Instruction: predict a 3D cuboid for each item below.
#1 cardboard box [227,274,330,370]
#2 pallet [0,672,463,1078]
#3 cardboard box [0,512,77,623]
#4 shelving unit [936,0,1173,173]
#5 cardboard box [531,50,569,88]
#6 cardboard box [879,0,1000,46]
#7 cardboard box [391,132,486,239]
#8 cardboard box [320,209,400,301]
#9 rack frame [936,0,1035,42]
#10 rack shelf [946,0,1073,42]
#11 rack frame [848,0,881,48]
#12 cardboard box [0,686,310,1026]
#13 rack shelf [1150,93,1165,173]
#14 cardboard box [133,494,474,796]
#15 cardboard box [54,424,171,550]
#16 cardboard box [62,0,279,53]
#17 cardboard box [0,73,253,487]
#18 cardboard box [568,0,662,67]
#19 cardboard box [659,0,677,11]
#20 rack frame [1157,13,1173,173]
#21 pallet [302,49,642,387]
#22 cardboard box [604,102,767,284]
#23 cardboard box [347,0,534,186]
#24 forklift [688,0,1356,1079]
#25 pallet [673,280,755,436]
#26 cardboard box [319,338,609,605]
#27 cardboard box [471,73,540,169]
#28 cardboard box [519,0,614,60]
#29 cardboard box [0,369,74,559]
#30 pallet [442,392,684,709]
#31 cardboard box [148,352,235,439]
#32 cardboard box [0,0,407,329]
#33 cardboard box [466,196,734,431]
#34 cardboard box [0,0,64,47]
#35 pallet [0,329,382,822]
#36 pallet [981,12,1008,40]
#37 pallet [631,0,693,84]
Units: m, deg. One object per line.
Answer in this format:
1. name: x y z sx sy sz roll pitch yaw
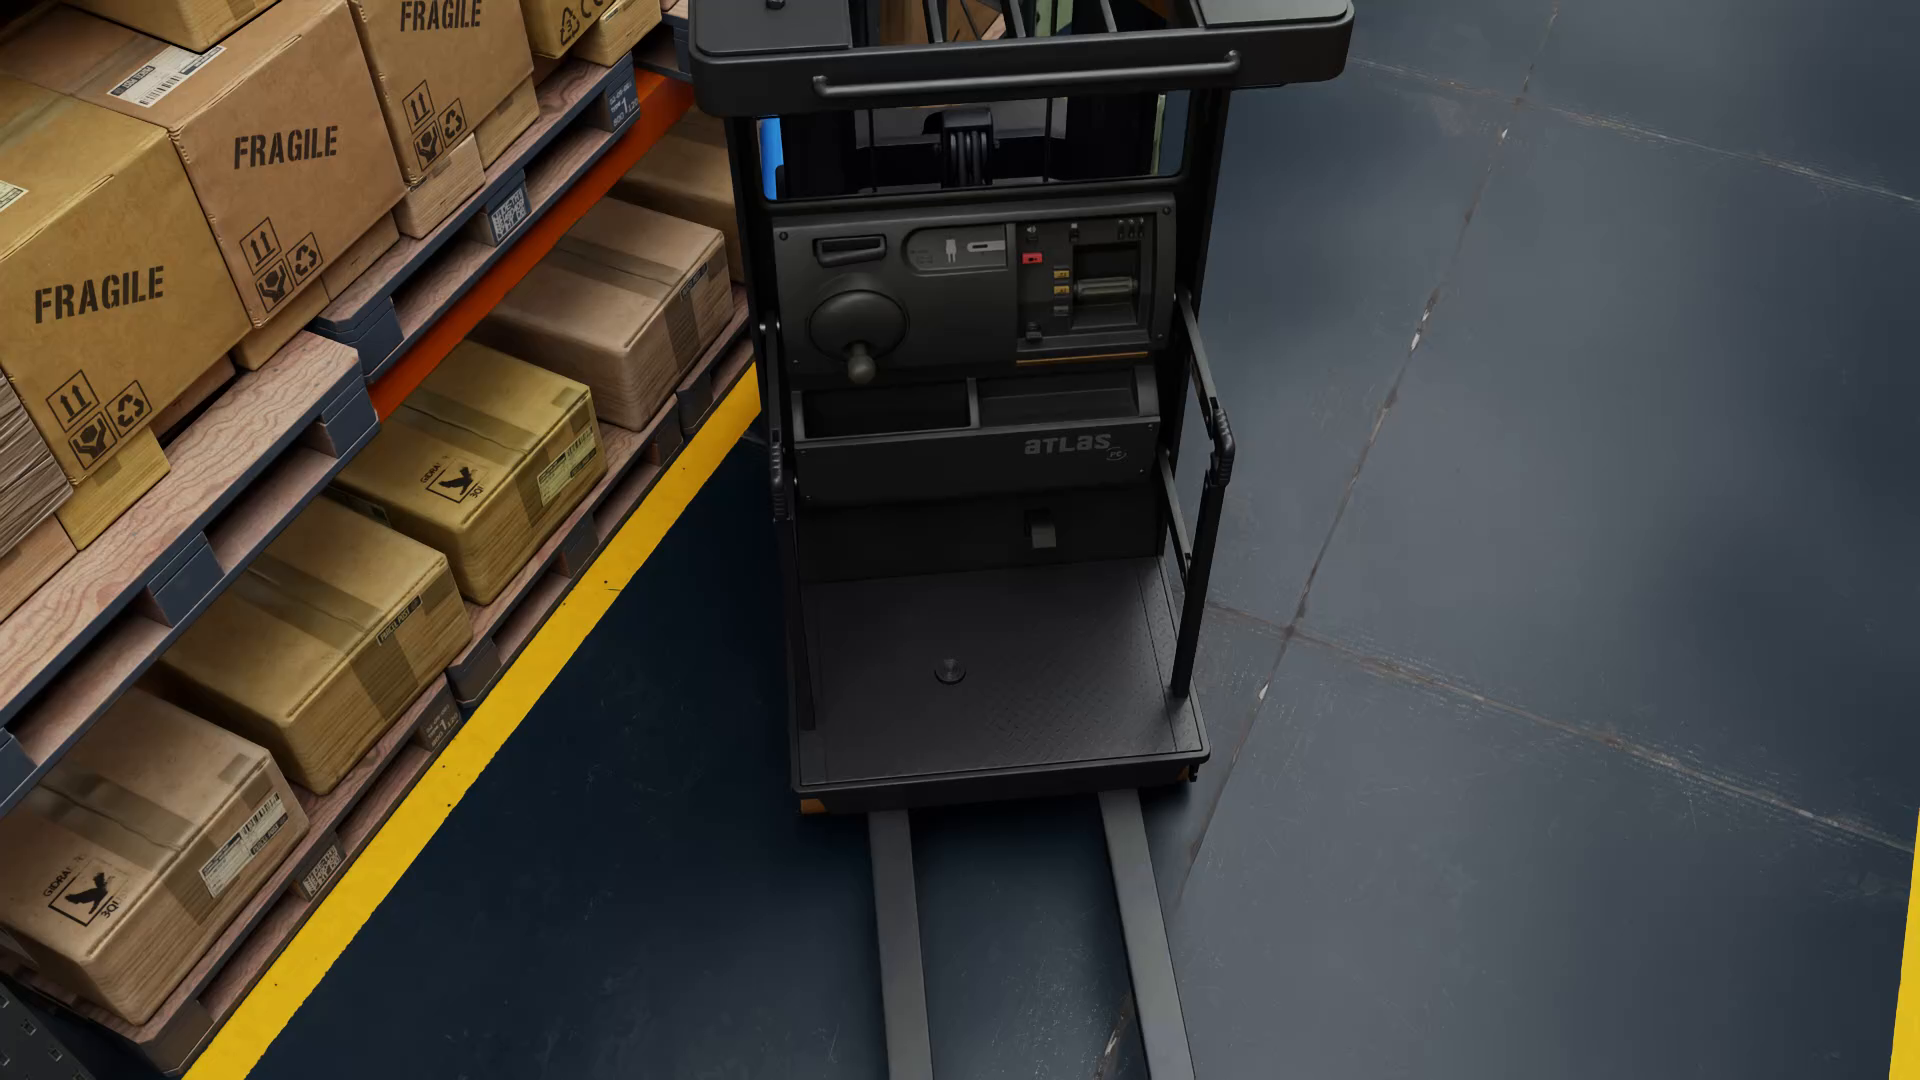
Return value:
1. cardboard box: -1.628 -0.555 3.642 0.380 0.149 0.250 21 53 17
2. pallet: -2.132 0.697 4.518 1.003 0.211 1.213 20 52 16
3. cardboard box: -1.942 -0.002 3.172 0.380 0.149 0.250 21 53 17
4. shelving unit: 0.317 -1.541 5.577 0.431 1.500 0.755 35 58 26
5. cardboard box: -1.239 -1.284 4.262 0.380 0.149 0.250 20 53 16
6. cardboard box: -0.385 -2.320 6.374 0.875 0.875 0.875 19 52 16
7. cardboard box: -1.360 -0.891 3.928 0.380 0.149 0.250 22 53 17
8. cardboard box: -1.520 -0.725 3.786 0.380 0.149 0.250 20 53 16
9. rack frame: 0.070 -1.336 5.402 0.400 1.500 0.023 35 58 26
10. rack shelf: 0.317 -1.794 5.279 0.431 0.370 0.720 35 58 26
11. rack frame: -0.755 -2.424 5.343 1.000 3.000 0.127 20 52 16
12. cardboard box: -2.242 0.684 4.148 0.950 0.372 0.625 20 53 17
13. rack shelf: 0.317 -1.330 5.825 0.431 0.370 0.720 35 58 26
14. cardboard box: -1.938 0.187 4.571 0.950 0.372 0.625 23 53 18
15. cardboard box: -1.827 -0.171 3.316 0.380 0.149 0.250 21 53 17
16. cardboard box: -1.572 -1.135 3.284 0.380 0.149 0.250 23 53 18
17. cardboard box: -1.791 -0.509 3.177 0.500 0.500 0.500 20 52 16
18. cardboard box: -1.018 -1.416 4.374 0.380 0.149 0.250 21 53 17
19. cardboard box: -0.913 -1.610 4.539 0.380 0.149 0.250 18 52 14
20. rack frame: 0.565 -1.746 5.751 0.400 1.500 0.023 35 58 26
21. pallet: -1.563 -0.986 4.245 1.003 0.211 1.213 20 52 16
22. cardboard box: -1.005 -1.323 5.856 0.950 0.372 0.625 17 52 14
23. cardboard box: -1.357 -1.203 3.767 0.500 0.500 0.500 18 52 15
24. forklift: 0.064 -0.478 3.732 1.130 2.935 3.031 -5 50 -4
25. pallet: -1.090 -0.983 5.948 1.003 0.211 1.213 20 52 16
26. cardboard box: -1.642 -0.292 4.979 0.950 0.372 0.625 21 53 17
27. cardboard box: -1.272 -1.084 4.092 0.380 0.149 0.250 18 52 15
28. cardboard box: -1.123 -1.578 4.087 0.500 0.500 0.500 17 52 14
29. cardboard box: -2.004 -0.164 2.884 0.500 0.500 0.500 21 53 17
30. pallet: -1.612 -0.146 5.236 1.003 0.211 1.213 20 52 16
31. cardboard box: -1.775 -0.392 3.503 0.380 0.149 0.250 23 53 18
32. cardboard box: -1.567 -0.845 3.463 0.500 0.500 0.500 20 52 16
33. cardboard box: -1.313 -0.812 5.421 0.950 0.372 0.625 19 52 15
34. cardboard box: -2.037 -1.023 3.614 0.500 0.500 0.500 21 53 17
35. pallet: -2.006 -0.087 3.480 1.003 0.211 1.213 20 52 16
36. pallet: -0.350 -2.039 6.846 1.003 0.211 1.213 20 52 16
37. pallet: -0.963 -1.837 4.969 1.213 0.211 1.003 20 52 16
